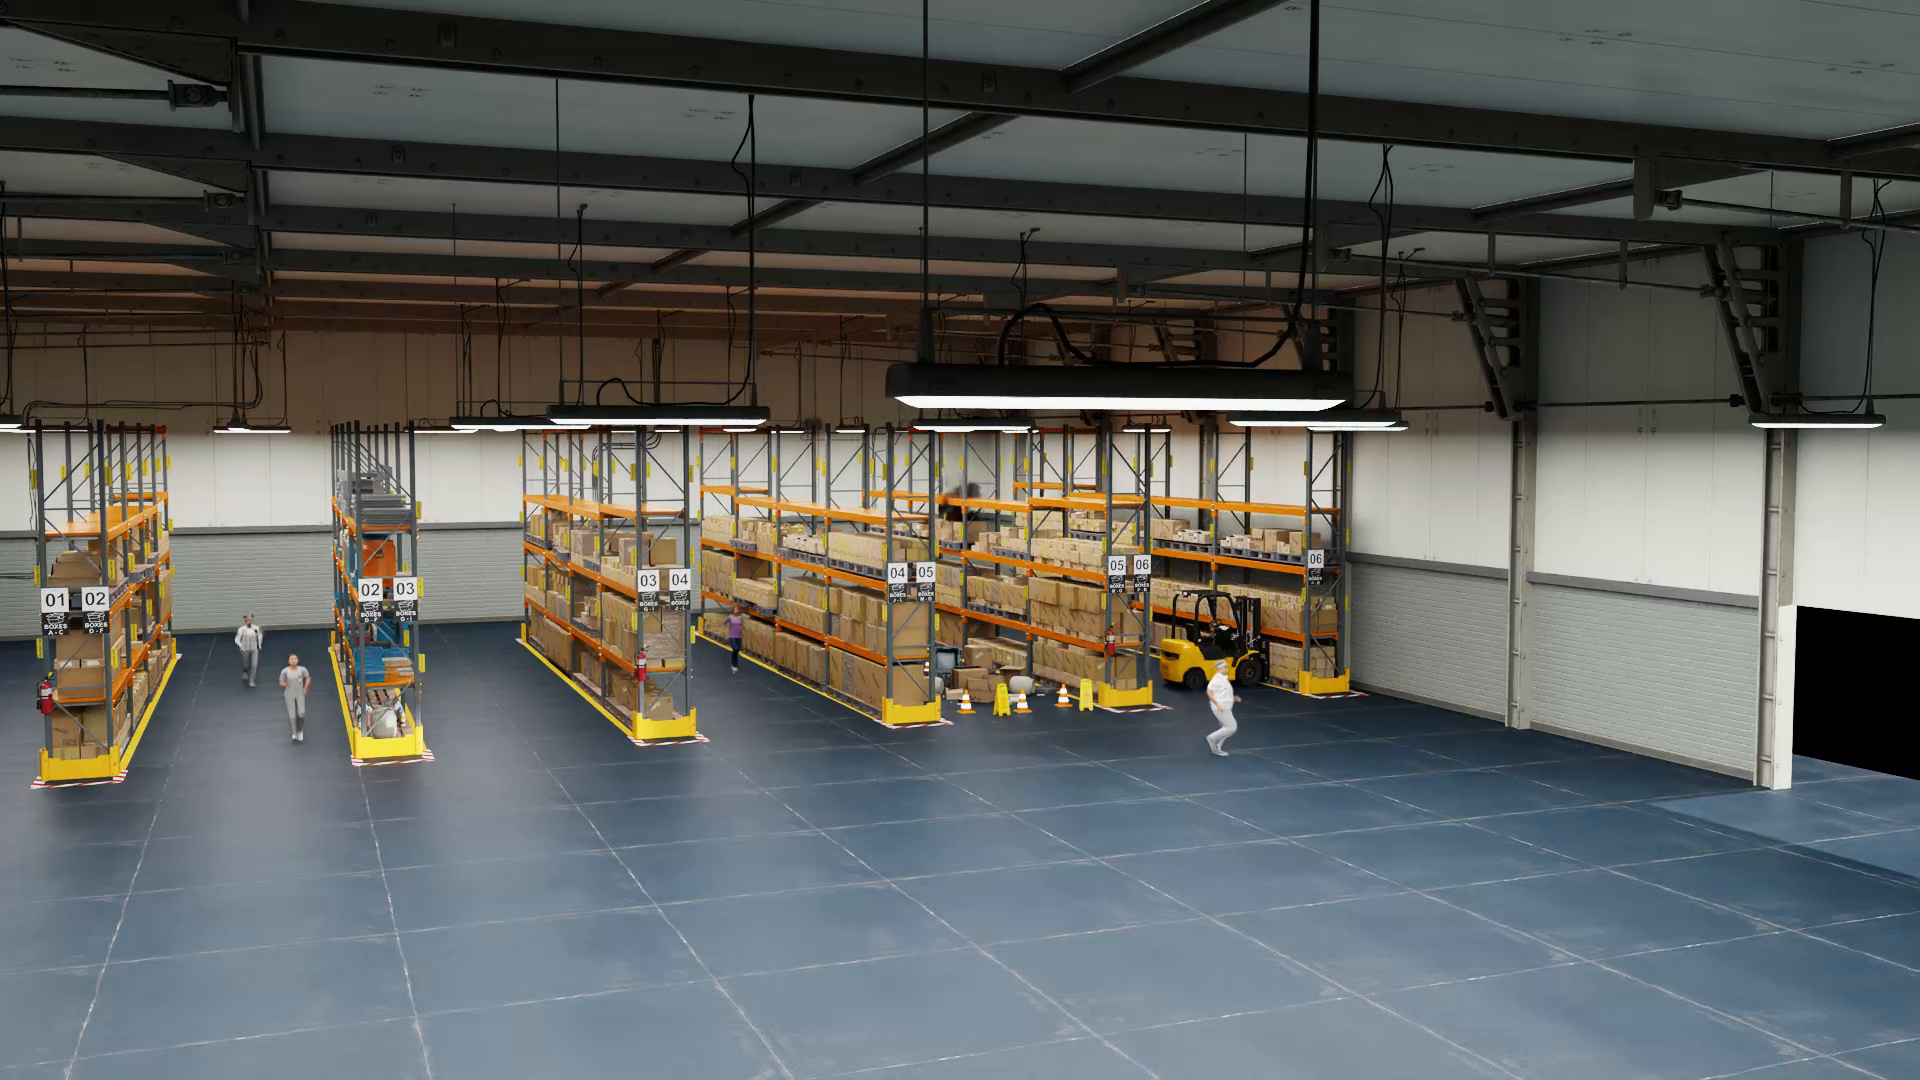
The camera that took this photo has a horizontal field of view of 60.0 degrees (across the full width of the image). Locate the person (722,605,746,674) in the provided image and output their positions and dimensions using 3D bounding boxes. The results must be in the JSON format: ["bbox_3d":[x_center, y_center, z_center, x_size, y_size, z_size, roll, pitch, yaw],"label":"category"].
[{"bbox_3d":[-5.458,2.403,40.330,0.503,1.644,0.710,-2,4,-30],"label":"person"}]

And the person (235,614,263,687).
[{"bbox_3d":[-16.311,2.516,38.175,0.613,1.661,0.779,-2,4,-33],"label":"person"}]

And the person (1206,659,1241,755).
[{"bbox_3d":[4.733,2.996,29.765,0.590,1.738,0.657,1,4,19],"label":"person"}]

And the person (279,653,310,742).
[{"bbox_3d":[-12.425,2.951,31.087,0.547,1.672,0.635,-2,4,-24],"label":"person"}]
